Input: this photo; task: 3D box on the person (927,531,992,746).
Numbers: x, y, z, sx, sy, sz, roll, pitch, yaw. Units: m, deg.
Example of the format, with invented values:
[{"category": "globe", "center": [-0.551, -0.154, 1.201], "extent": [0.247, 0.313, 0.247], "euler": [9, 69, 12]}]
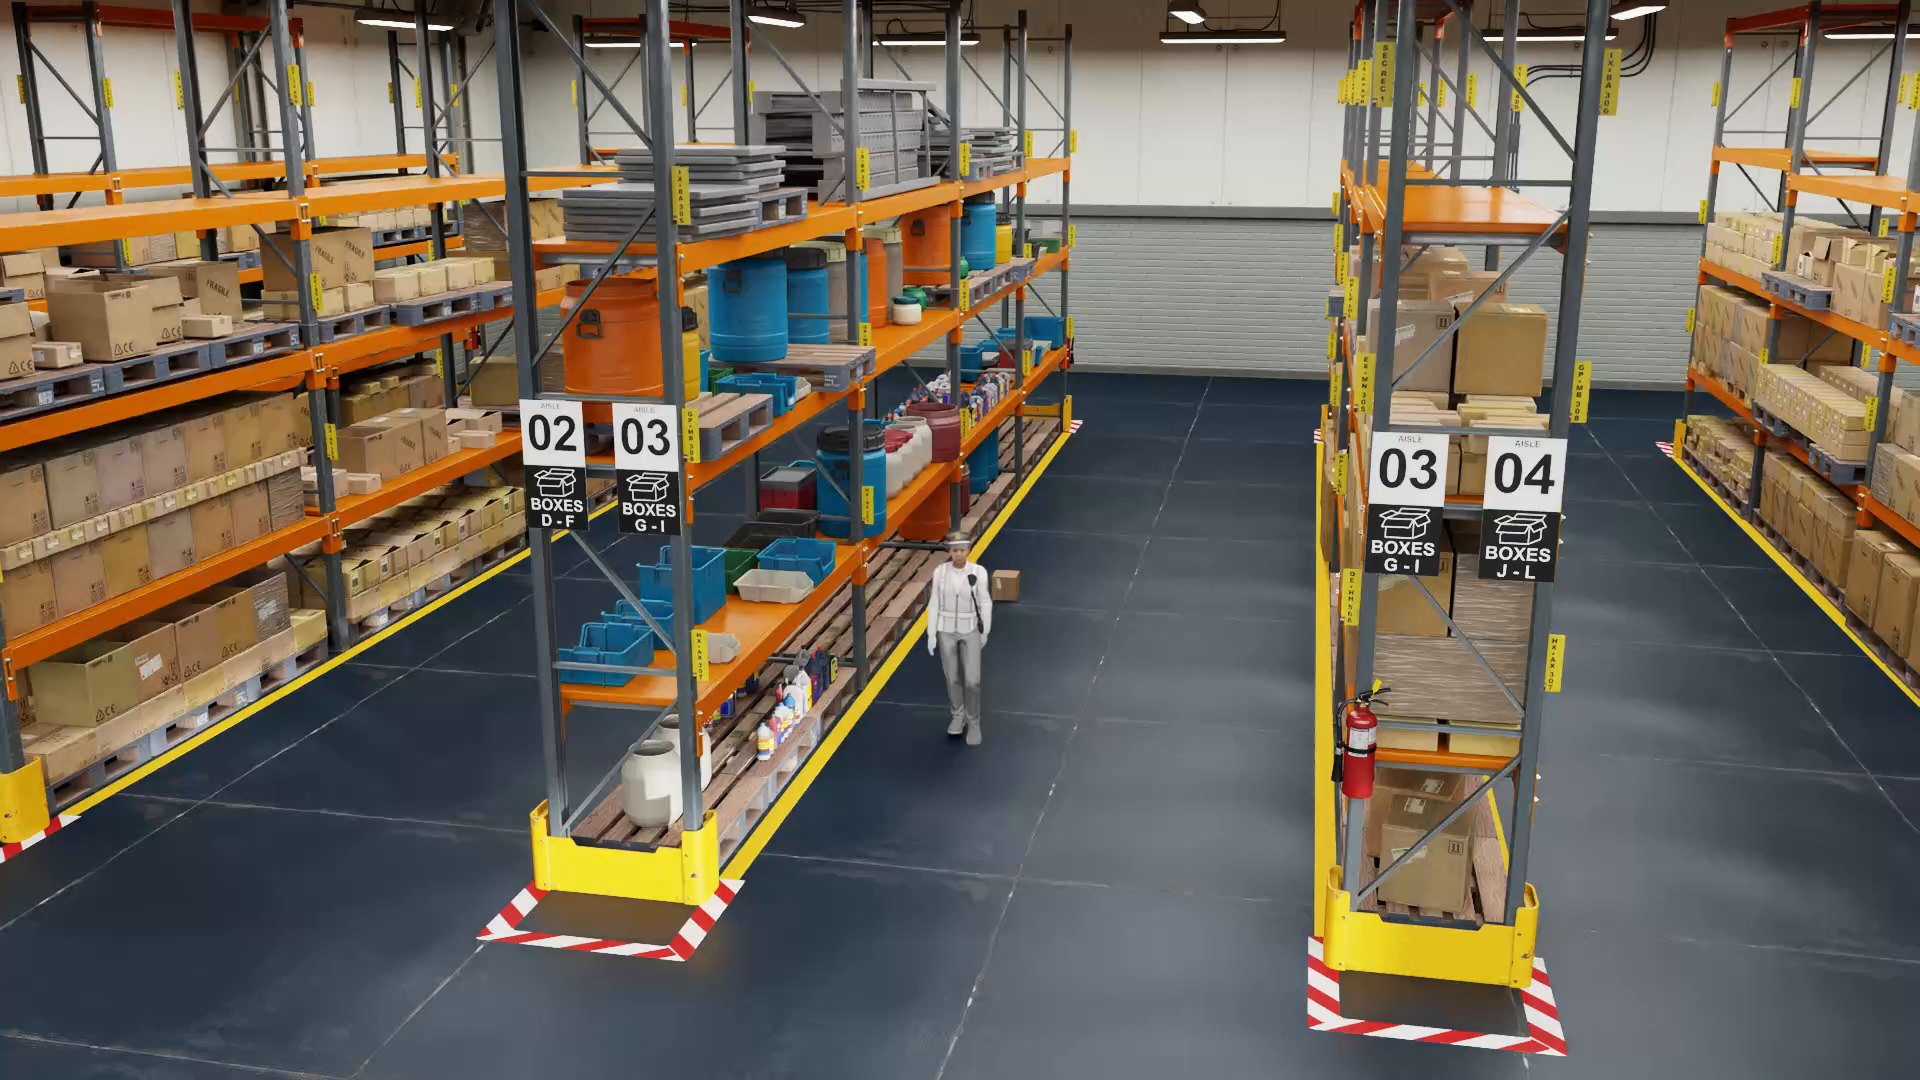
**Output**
[{"category": "person", "center": [-0.010, 0.765, 13.062], "extent": [0.497, 1.731, 0.472], "euler": [2, 15, 8]}]
